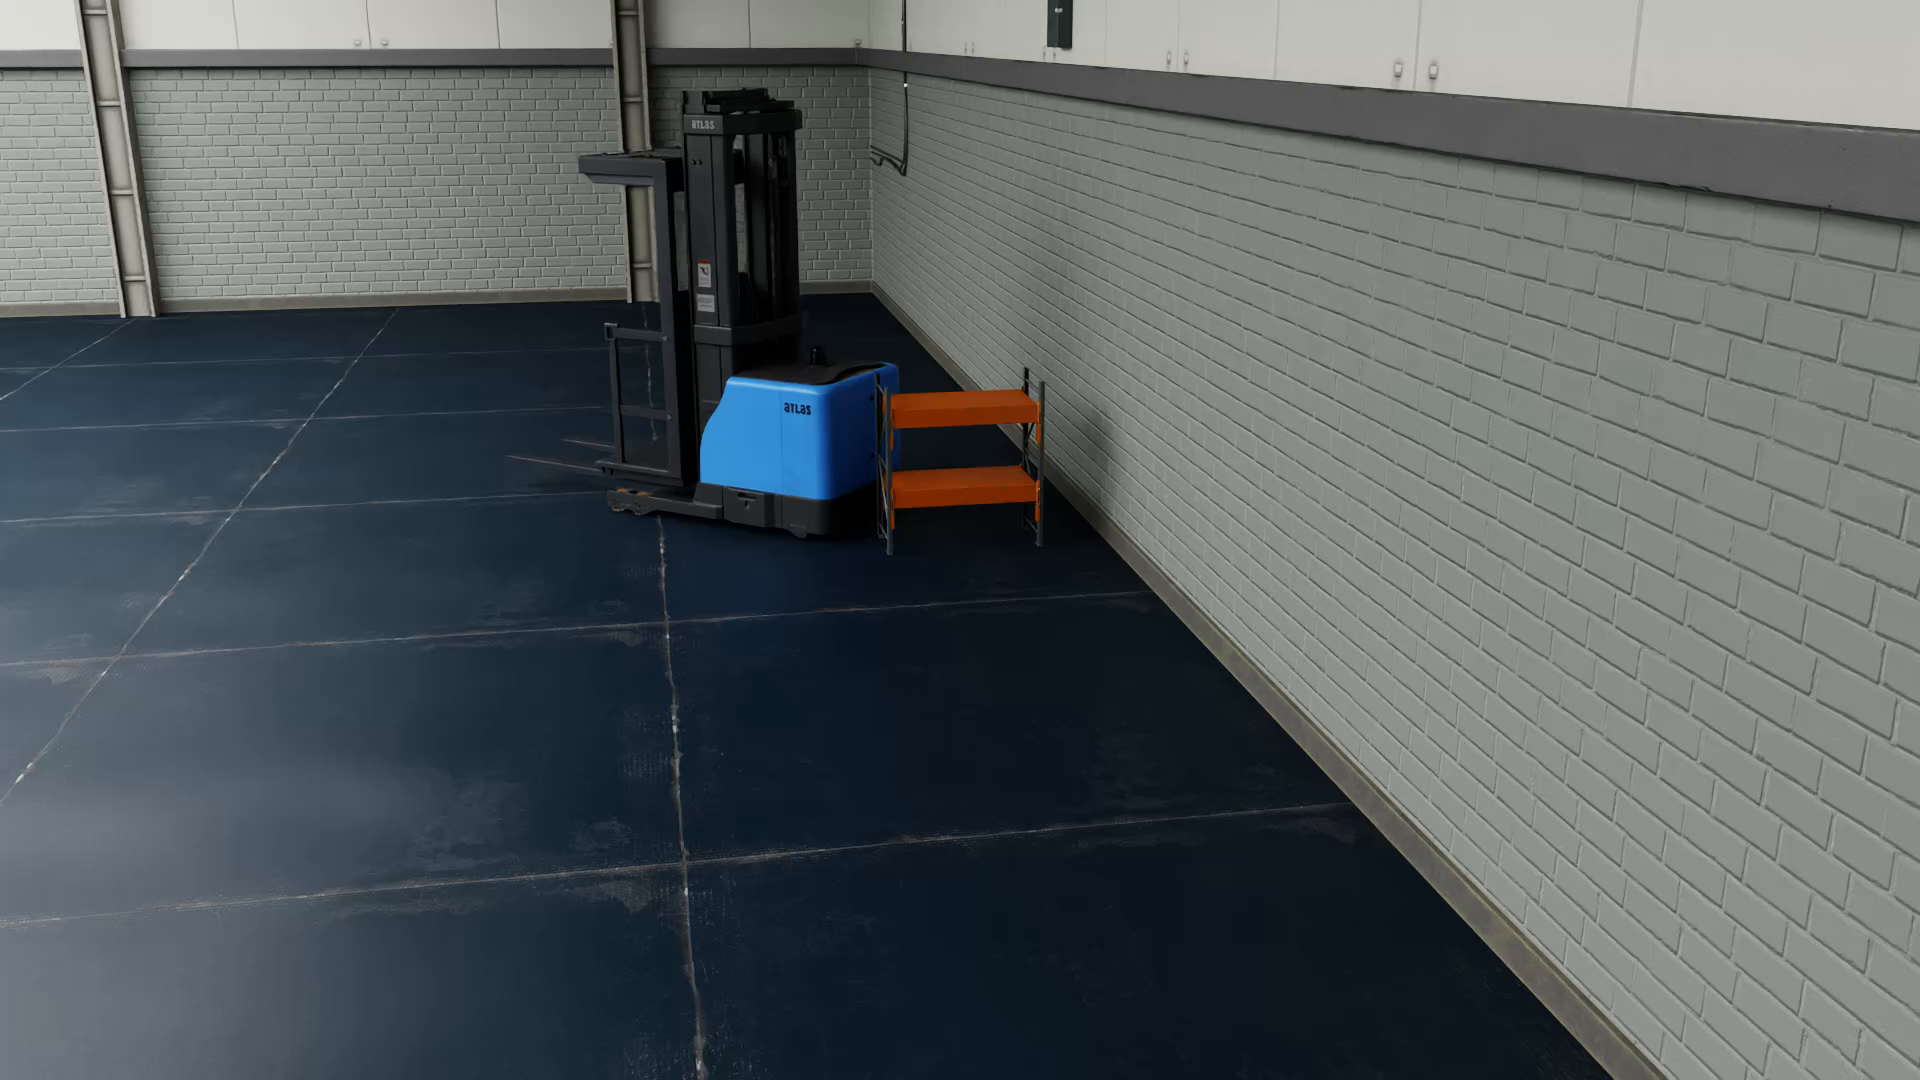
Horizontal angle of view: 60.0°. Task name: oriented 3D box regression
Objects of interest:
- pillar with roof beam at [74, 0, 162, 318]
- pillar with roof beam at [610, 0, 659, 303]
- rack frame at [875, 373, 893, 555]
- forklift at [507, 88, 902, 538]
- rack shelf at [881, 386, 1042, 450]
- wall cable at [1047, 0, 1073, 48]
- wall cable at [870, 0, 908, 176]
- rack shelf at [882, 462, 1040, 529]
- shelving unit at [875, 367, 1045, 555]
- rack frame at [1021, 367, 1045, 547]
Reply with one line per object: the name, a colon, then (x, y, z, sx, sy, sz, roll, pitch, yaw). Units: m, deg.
pillar with roof beam: (-9.132, -5.797, 14.858, 0.400, 9.000, 9.100, -3, 17, -10)
pillar with roof beam: (-3.241, -6.131, 15.946, 0.400, 9.000, 9.100, -3, 17, -10)
rack frame: (-0.506, -0.509, 11.053, 0.032, 1.125, 0.500, -3, 17, -10)
forklift: (-1.957, -1.702, 11.860, 3.031, 2.935, 1.130, 9, 19, 27)
rack shelf: (-0.007, -0.817, 11.059, 1.000, 0.278, 0.538, -3, 17, -10)
wall cable: (0.871, -6.043, 9.867, 0.169, 6.003, 2.305, -3, 17, -10)
wall cable: (-0.914, -5.671, 19.736, 0.112, 2.526, 3.097, -3, 17, -10)
rack shelf: (-0.007, -0.304, 11.217, 1.000, 0.278, 0.538, -3, 17, -10)
shelving unit: (-0.007, -0.537, 11.145, 1.048, 1.125, 0.538, -3, 17, -10)
rack frame: (0.492, -0.566, 11.238, 0.032, 1.125, 0.500, -3, 17, -10)
